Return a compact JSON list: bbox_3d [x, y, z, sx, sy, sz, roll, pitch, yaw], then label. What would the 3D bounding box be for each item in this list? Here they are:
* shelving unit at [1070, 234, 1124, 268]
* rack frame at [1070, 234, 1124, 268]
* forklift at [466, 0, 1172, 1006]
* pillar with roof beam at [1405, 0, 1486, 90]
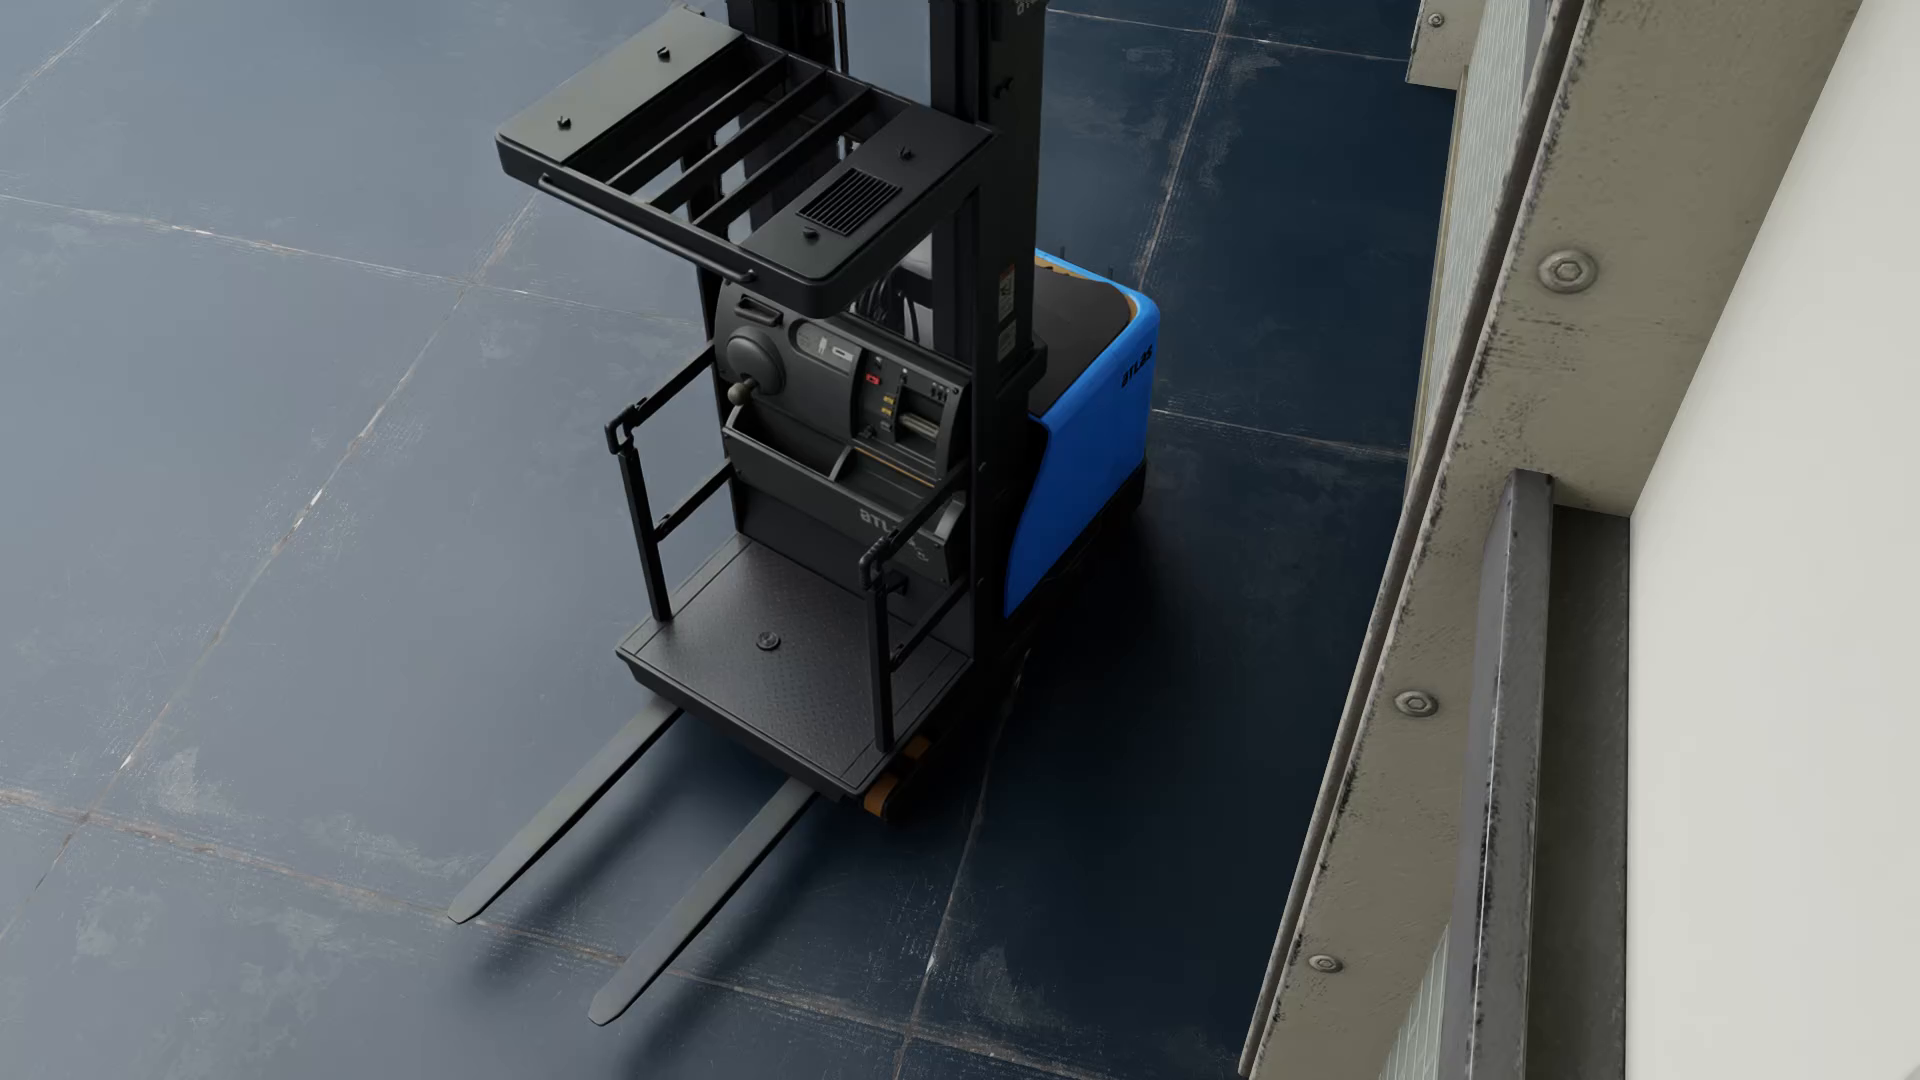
[{"bbox_3d":[0.479,-0.790,6.766,0.258,0.900,0.210,27,54,22],"label":"shelving unit"},{"bbox_3d":[0.537,-0.852,6.821,0.240,0.900,0.006,27,54,22],"label":"rack frame"},{"bbox_3d":[-0.462,-0.467,5.127,1.130,2.935,3.031,27,54,22],"label":"forklift"},{"bbox_3d":[-1.594,-6.365,6.285,9.100,9.000,0.400,12,50,10],"label":"pillar with roof beam"}]
